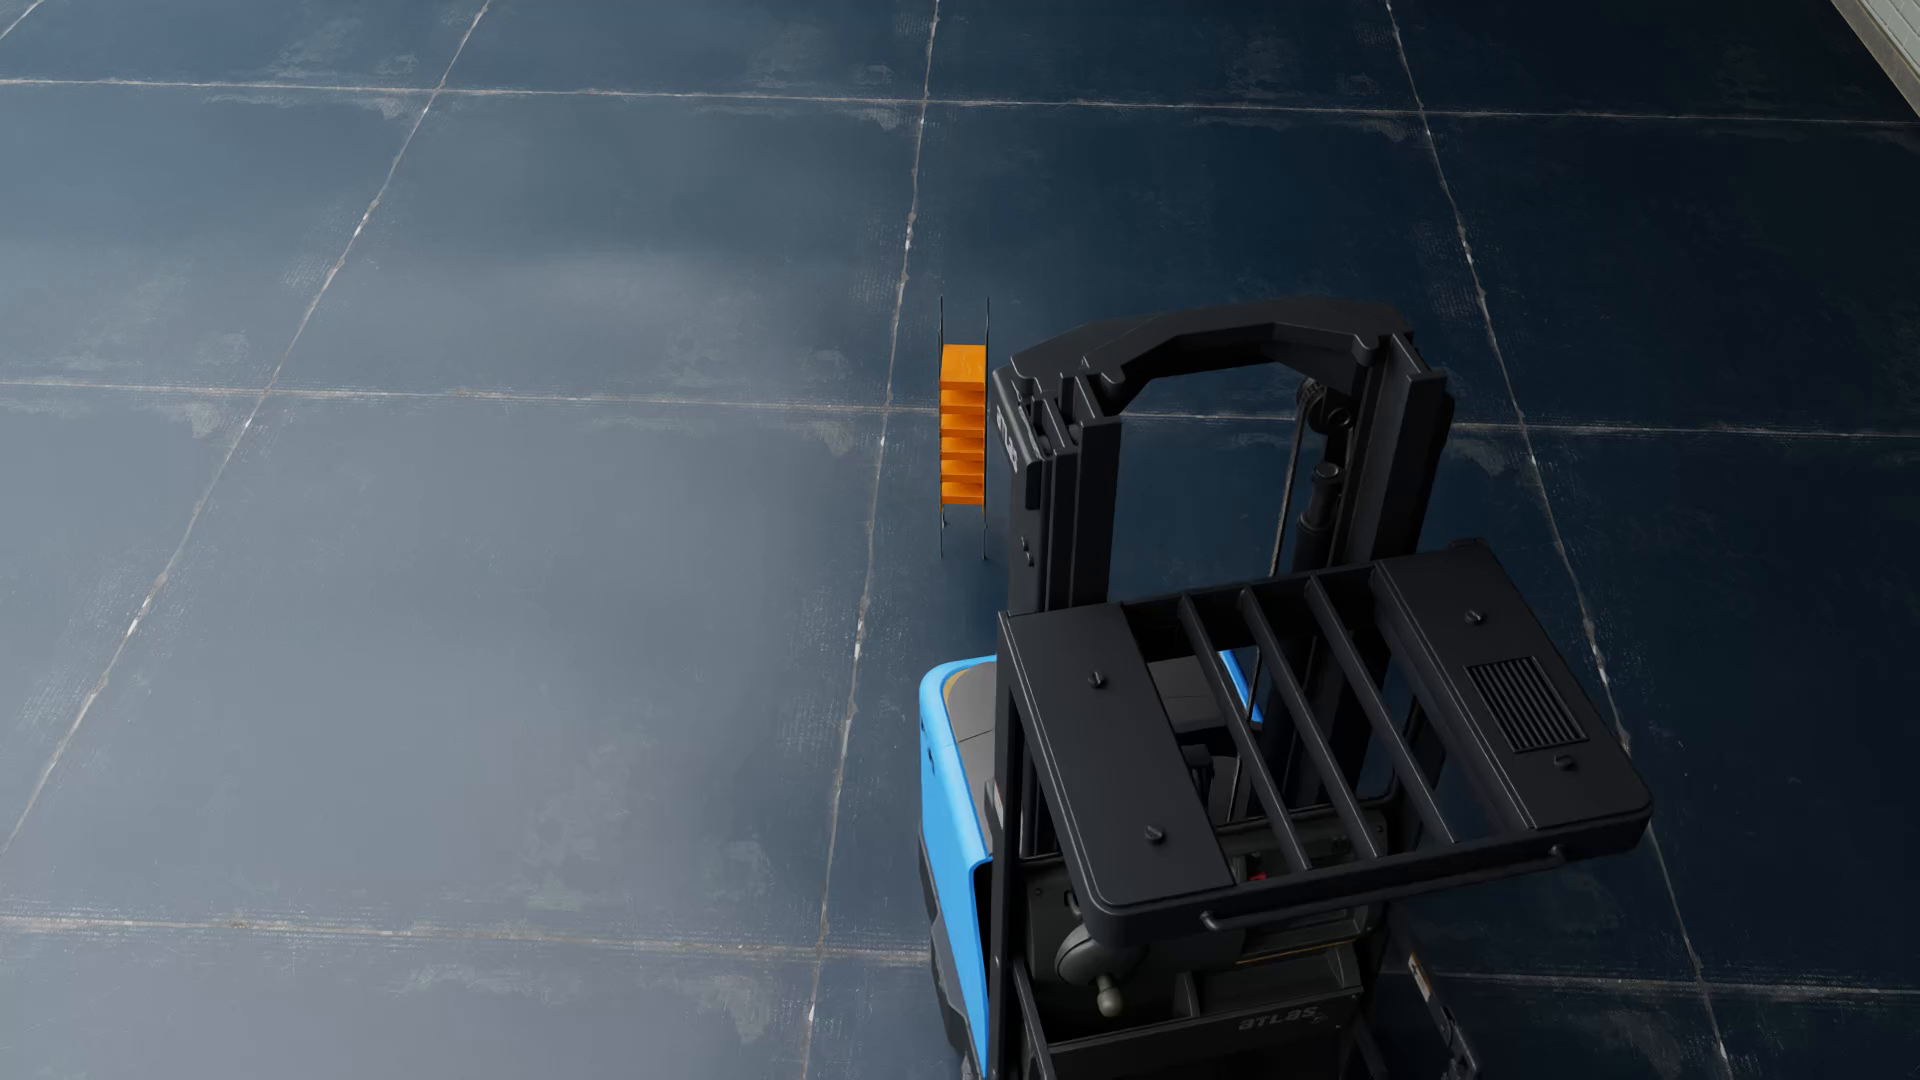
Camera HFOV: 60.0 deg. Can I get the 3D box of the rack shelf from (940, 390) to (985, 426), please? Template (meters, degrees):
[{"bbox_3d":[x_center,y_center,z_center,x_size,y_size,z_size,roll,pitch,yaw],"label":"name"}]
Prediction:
[{"bbox_3d":[0.014,-0.582,6.707,0.180,0.103,0.258,2,43,2],"label":"rack shelf"}]

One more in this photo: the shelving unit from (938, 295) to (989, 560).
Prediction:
[{"bbox_3d":[0.014,-0.439,6.841,0.189,1.200,0.258,2,43,2],"label":"shelving unit"}]

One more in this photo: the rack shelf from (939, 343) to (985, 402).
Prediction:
[{"bbox_3d":[0.014,-0.669,6.625,0.180,0.103,0.258,2,43,2],"label":"rack shelf"}]

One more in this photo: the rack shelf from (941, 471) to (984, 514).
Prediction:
[{"bbox_3d":[0.014,-0.230,7.034,0.180,0.103,0.258,2,43,2],"label":"rack shelf"}]

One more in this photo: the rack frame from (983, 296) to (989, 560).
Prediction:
[{"bbox_3d":[0.106,-0.436,6.838,0.006,1.200,0.240,2,43,2],"label":"rack frame"}]

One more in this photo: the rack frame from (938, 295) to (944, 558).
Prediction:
[{"bbox_3d":[-0.077,-0.441,6.844,0.006,1.200,0.240,2,43,2],"label":"rack frame"}]

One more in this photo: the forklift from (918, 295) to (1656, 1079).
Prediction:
[{"bbox_3d":[0.672,1.023,4.001,1.130,2.935,3.031,-8,44,-9],"label":"forklift"}]

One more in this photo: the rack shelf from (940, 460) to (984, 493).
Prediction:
[{"bbox_3d":[0.014,-0.318,6.953,0.180,0.103,0.258,2,43,2],"label":"rack shelf"}]

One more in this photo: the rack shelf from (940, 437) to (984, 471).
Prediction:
[{"bbox_3d":[0.014,-0.406,6.871,0.180,0.103,0.258,2,43,2],"label":"rack shelf"}]

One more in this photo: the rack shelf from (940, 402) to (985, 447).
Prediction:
[{"bbox_3d":[0.014,-0.494,6.789,0.180,0.103,0.258,2,43,2],"label":"rack shelf"}]
